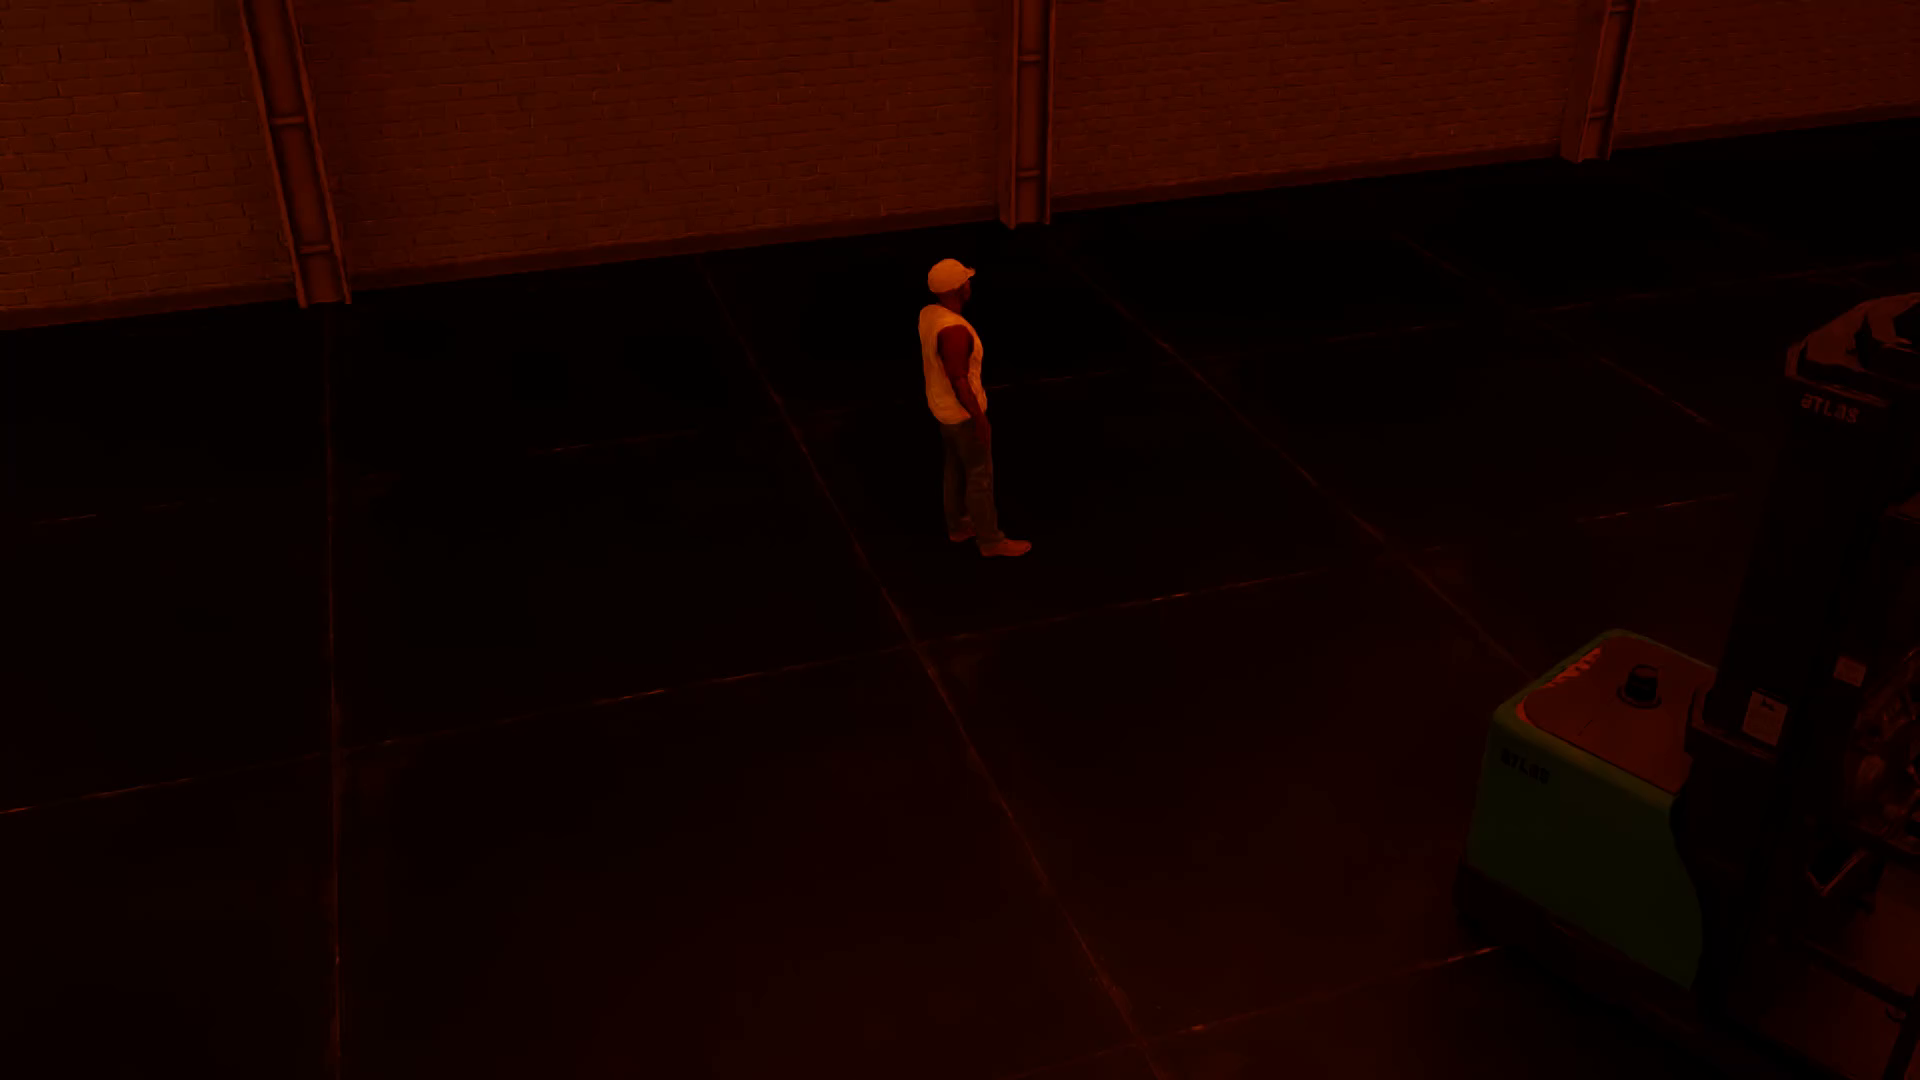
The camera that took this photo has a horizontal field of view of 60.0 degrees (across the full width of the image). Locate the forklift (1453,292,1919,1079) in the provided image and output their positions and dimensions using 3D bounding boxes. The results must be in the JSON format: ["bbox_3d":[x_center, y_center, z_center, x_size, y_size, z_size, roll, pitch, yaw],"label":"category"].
[{"bbox_3d":[3.489,0.730,5.817,1.130,2.935,3.031,-24,38,-35],"label":"forklift"}]

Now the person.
[{"bbox_3d":[0.068,-0.780,9.597,0.576,1.765,0.665,-10,31,-16],"label":"person"}]
